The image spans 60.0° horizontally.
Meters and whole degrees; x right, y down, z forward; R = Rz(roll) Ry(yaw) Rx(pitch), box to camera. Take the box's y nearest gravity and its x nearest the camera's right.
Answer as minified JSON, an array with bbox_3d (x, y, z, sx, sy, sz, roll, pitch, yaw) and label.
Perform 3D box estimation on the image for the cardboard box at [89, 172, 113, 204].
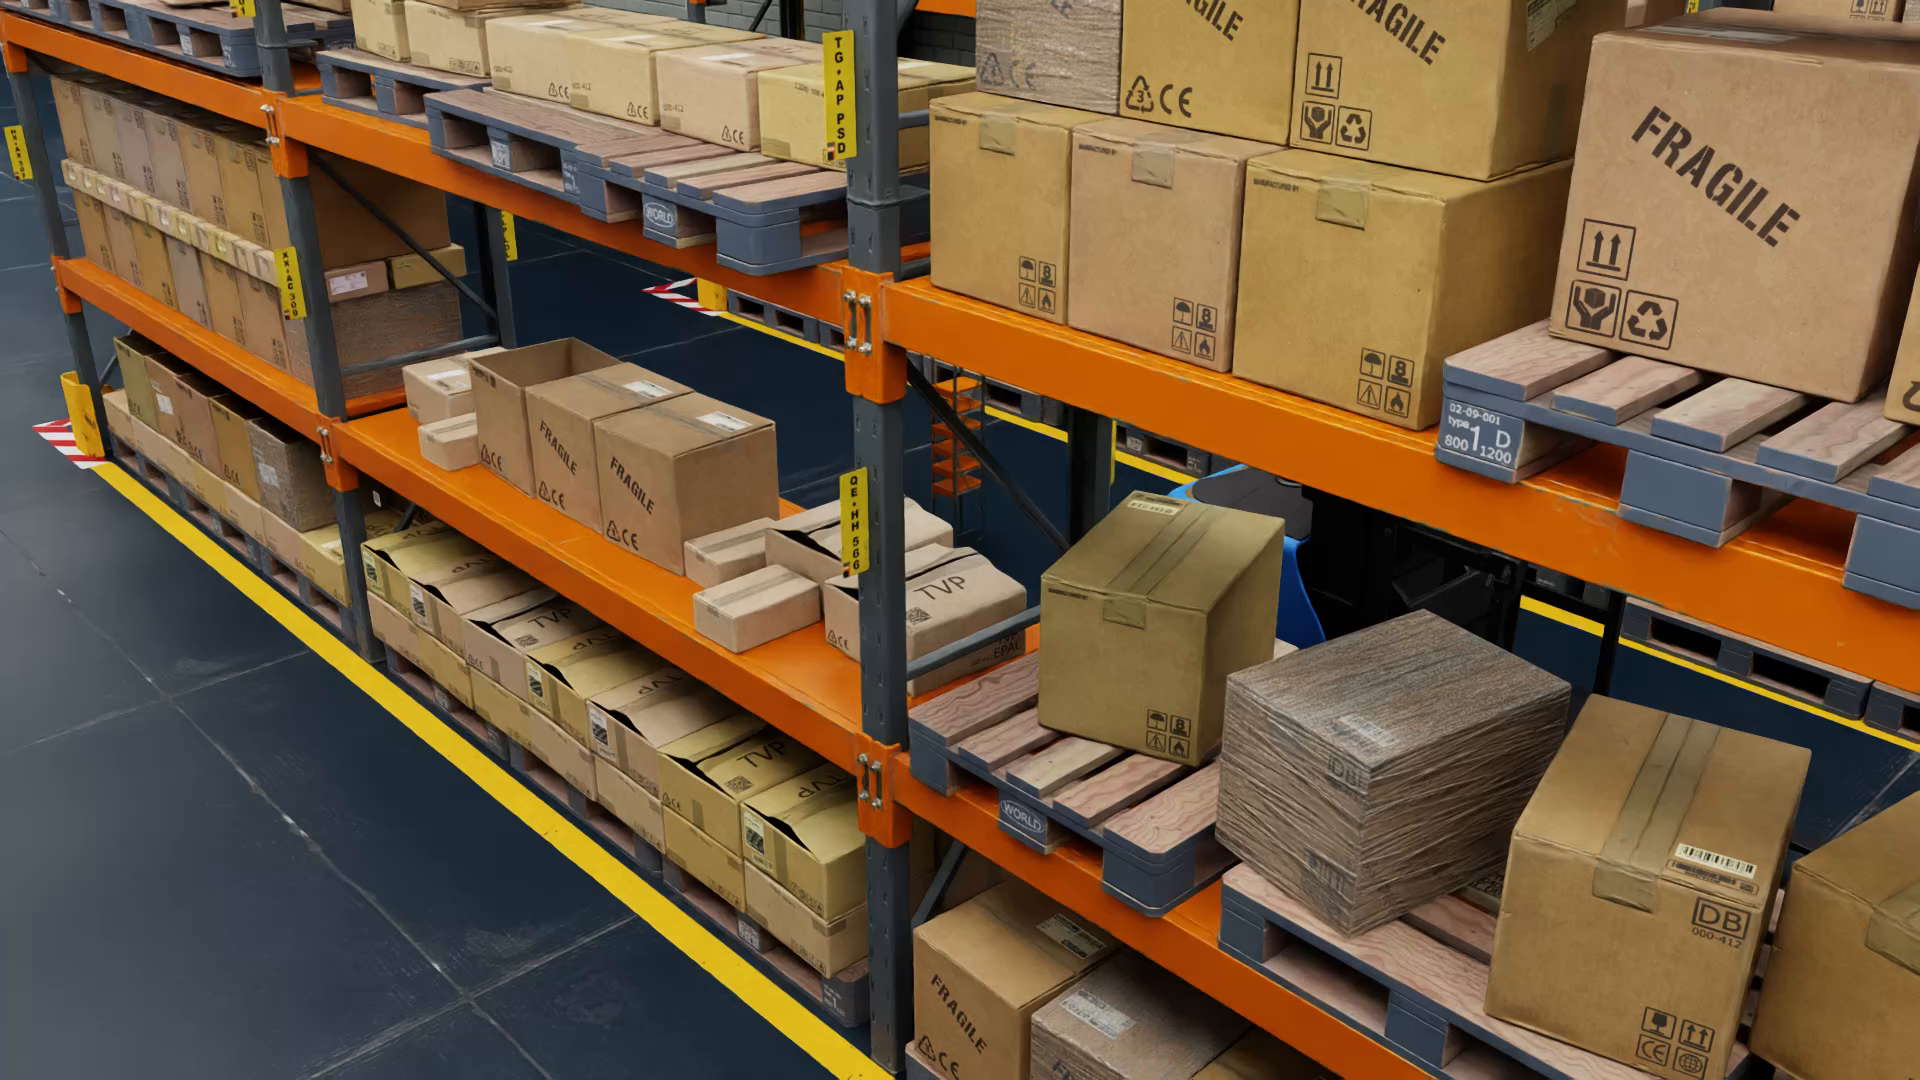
[{"bbox_3d":[-4.909,-2.109,9.857,0.380,0.149,0.250,-21,32,-38],"label":"cardboard box"}]

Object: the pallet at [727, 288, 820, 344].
[{"bbox_3d":[-1.177,-1.962,13.797,1.003,0.211,1.213,-21,32,-38],"label":"pallet"}]

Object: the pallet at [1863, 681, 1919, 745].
[{"bbox_3d":[5.023,0.812,7.716,1.003,0.211,1.213,-21,32,-38],"label":"pallet"}]

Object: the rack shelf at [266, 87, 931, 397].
[{"bbox_3d":[-1.271,-1.323,6.289,1.077,0.370,4.000,-21,32,-38],"label":"rack shelf"}]

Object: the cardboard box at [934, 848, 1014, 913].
[{"bbox_3d":[-0.047,1.138,6.449,0.500,0.250,0.500,-21,32,-39],"label":"cardboard box"}]

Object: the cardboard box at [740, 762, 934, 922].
[{"bbox_3d":[-0.442,1.036,5.996,0.500,0.311,0.500,-20,31,-37],"label":"cardboard box"}]

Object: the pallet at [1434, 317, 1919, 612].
[{"bbox_3d":[1.725,-0.278,3.358,1.213,0.211,1.003,-21,32,-38],"label":"pallet"}]

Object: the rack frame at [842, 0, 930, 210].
[{"bbox_3d":[0.096,-2.409,4.189,1.000,3.000,0.127,-21,32,-38],"label":"rack frame"}]

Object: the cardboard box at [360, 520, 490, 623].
[{"bbox_3d":[-2.537,0.109,8.029,0.500,0.311,0.500,-21,32,-38],"label":"cardboard box"}]

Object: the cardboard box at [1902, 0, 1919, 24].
[{"bbox_3d":[4.483,-2.421,7.177,0.500,0.500,0.700,22,32,39],"label":"cardboard box"}]

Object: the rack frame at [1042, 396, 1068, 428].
[{"bbox_3d":[0.976,-2.298,11.174,1.000,3.000,0.127,-21,32,-38],"label":"rack frame"}]

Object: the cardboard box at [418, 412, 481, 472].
[{"bbox_3d":[-2.181,-0.451,7.428,0.380,0.149,0.250,-21,32,-38],"label":"cardboard box"}]

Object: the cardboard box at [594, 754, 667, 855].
[{"bbox_3d":[-1.138,0.981,6.792,0.500,0.250,0.500,-20,31,-37],"label":"cardboard box"}]

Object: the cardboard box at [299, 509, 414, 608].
[{"bbox_3d":[-3.114,0.090,8.747,0.500,0.250,0.500,-21,32,-38],"label":"cardboard box"}]

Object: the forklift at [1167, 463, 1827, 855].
[{"bbox_3d":[2.277,-0.251,6.770,1.130,2.935,3.031,-20,31,-37],"label":"forklift"}]

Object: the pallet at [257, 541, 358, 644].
[{"bbox_3d":[-3.151,0.124,9.224,1.003,0.211,1.213,-21,32,-38],"label":"pallet"}]

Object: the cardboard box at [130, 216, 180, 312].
[{"bbox_3d":[-4.364,-1.694,9.730,0.700,0.500,0.500,-21,32,-38],"label":"cardboard box"}]

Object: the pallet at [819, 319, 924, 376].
[{"bbox_3d":[-0.347,-1.593,12.987,1.003,0.211,1.213,-21,32,-38],"label":"pallet"}]

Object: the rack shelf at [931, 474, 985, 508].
[{"bbox_3d":[-0.010,-0.291,9.629,0.258,0.103,0.180,-21,32,-38],"label":"rack shelf"}]

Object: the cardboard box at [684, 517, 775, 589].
[{"bbox_3d":[-0.817,0.064,6.299,0.380,0.149,0.250,-18,30,-35],"label":"cardboard box"}]

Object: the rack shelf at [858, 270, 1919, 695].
[{"bbox_3d":[1.463,-0.111,3.633,1.077,0.370,4.000,-21,32,-38],"label":"rack shelf"}]

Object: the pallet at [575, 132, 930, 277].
[{"bbox_3d":[-0.433,-1.139,5.246,1.213,0.211,1.003,-19,31,-36],"label":"pallet"}]

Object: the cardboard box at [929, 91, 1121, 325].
[{"bbox_3d":[0.419,-0.968,4.522,0.910,0.500,0.500,-21,32,-38],"label":"cardboard box"}]

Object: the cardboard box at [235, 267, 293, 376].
[{"bbox_3d":[-3.311,-1.228,8.707,0.700,0.500,0.500,-22,32,-39],"label":"cardboard box"}]

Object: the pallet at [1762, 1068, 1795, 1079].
[{"bbox_3d":[2.364,1.346,3.416,1.003,0.211,1.213,-21,32,-38],"label":"pallet"}]

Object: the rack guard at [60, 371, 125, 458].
[{"bbox_3d":[-5.388,-0.974,11.282,1.175,0.500,0.348,-21,32,-38],"label":"rack guard"}]

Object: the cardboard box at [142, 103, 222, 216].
[{"bbox_3d":[-3.975,-2.116,9.092,0.700,0.500,0.500,-21,32,-38],"label":"cardboard box"}]

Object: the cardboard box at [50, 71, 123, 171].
[{"bbox_3d":[-5.026,-2.578,10.104,0.700,0.500,0.500,-21,32,-38],"label":"cardboard box"}]

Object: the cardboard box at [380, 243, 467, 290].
[{"bbox_3d":[-2.680,-1.369,8.235,0.380,0.149,0.250,-21,32,-39],"label":"cardboard box"}]

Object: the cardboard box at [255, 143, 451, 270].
[{"bbox_3d":[-2.946,-1.660,8.092,0.700,0.500,0.500,-21,32,-38],"label":"cardboard box"}]

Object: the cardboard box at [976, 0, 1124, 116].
[{"bbox_3d":[0.390,-1.411,4.290,0.500,0.500,0.500,-21,32,-38],"label":"cardboard box"}]

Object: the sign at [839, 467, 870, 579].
[{"bbox_3d":[-0.307,-0.048,4.847,0.100,0.325,0.005,-21,32,-38],"label":"sign"}]

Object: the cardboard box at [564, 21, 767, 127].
[{"bbox_3d":[-1.009,-1.619,5.746,0.500,0.250,0.500,-22,32,-39],"label":"cardboard box"}]

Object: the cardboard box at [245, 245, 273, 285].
[{"bbox_3d":[-3.328,-1.408,8.321,0.380,0.149,0.250,-22,33,-40],"label":"cardboard box"}]

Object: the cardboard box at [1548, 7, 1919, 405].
[{"bbox_3d":[1.626,-0.692,3.291,0.600,0.600,0.600,22,33,40],"label":"cardboard box"}]

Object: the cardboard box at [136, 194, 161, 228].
[{"bbox_3d":[-4.379,-1.875,9.343,0.380,0.149,0.250,-22,32,-39],"label":"cardboard box"}]

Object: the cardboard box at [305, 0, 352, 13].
[{"bbox_3d":[-2.790,-2.784,7.830,0.500,0.500,0.500,-18,30,-34],"label":"cardboard box"}]

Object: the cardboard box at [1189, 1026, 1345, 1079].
[{"bbox_3d":[0.900,1.786,4.702,0.500,0.500,0.500,-22,32,-39],"label":"cardboard box"}]

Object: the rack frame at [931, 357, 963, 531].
[{"bbox_3d":[-0.072,-0.578,9.571,0.240,1.200,0.006,-21,32,-38],"label":"rack frame"}]

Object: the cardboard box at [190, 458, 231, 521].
[{"bbox_3d":[-4.144,-0.363,9.739,0.500,0.250,0.500,-21,32,-38],"label":"cardboard box"}]

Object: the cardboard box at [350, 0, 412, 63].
[{"bbox_3d":[-2.224,-2.190,6.997,0.500,0.250,0.500,-17,30,-33],"label":"cardboard box"}]

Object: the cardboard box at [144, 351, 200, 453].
[{"bbox_3d":[-4.473,-0.861,9.926,0.500,0.500,0.500,-21,32,-38],"label":"cardboard box"}]

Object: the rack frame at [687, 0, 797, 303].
[{"bbox_3d":[-1.758,-3.510,13.830,1.000,3.000,0.127,-21,32,-38],"label":"rack frame"}]

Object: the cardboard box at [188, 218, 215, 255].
[{"bbox_3d":[-3.847,-1.639,8.827,0.380,0.149,0.250,-20,31,-37],"label":"cardboard box"}]

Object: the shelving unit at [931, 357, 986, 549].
[{"bbox_3d":[-0.010,-0.550,9.511,0.258,1.200,0.189,-21,32,-38],"label":"shelving unit"}]

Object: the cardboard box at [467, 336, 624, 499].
[{"bbox_3d":[-1.765,-0.540,7.200,0.500,0.500,0.500,-19,30,-35],"label":"cardboard box"}]

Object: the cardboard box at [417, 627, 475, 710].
[{"bbox_3d":[-2.195,0.516,7.812,0.500,0.250,0.500,-20,31,-37],"label":"cardboard box"}]

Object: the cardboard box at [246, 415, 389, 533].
[{"bbox_3d":[-3.448,-0.406,8.930,0.500,0.500,0.500,-21,32,-38],"label":"cardboard box"}]

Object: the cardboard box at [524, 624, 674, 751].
[{"bbox_3d":[-1.485,0.574,7.009,0.500,0.311,0.500,-20,31,-37],"label":"cardboard box"}]

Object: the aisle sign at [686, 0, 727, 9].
[{"bbox_3d":[-2.026,-4.630,13.152,0.394,0.787,0.004,-21,32,-38],"label":"aisle sign"}]

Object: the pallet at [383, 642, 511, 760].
[{"bbox_3d":[-2.106,0.589,8.205,1.003,0.211,1.213,-21,32,-38],"label":"pallet"}]

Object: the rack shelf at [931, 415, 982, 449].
[{"bbox_3d":[-0.010,-0.619,9.479,0.258,0.103,0.180,-21,32,-38],"label":"rack shelf"}]

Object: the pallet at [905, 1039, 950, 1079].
[{"bbox_3d":[0.579,1.826,5.494,1.003,0.211,1.213,-21,32,-38],"label":"pallet"}]

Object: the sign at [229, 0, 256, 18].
[{"bbox_3d":[-3.042,-2.370,6.999,0.100,0.325,0.005,-21,32,-38],"label":"sign"}]

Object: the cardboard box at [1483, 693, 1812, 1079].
[{"bbox_3d":[1.578,0.778,3.805,0.500,0.500,0.700,15,28,29],"label":"cardboard box"}]

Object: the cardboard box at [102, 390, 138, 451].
[{"bbox_3d":[-5.168,-0.818,10.736,0.500,0.250,0.500,-21,32,-38],"label":"cardboard box"}]

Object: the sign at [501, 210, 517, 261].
[{"bbox_3d":[-2.248,-1.540,8.211,0.100,0.325,0.005,-21,32,-38],"label":"sign"}]
